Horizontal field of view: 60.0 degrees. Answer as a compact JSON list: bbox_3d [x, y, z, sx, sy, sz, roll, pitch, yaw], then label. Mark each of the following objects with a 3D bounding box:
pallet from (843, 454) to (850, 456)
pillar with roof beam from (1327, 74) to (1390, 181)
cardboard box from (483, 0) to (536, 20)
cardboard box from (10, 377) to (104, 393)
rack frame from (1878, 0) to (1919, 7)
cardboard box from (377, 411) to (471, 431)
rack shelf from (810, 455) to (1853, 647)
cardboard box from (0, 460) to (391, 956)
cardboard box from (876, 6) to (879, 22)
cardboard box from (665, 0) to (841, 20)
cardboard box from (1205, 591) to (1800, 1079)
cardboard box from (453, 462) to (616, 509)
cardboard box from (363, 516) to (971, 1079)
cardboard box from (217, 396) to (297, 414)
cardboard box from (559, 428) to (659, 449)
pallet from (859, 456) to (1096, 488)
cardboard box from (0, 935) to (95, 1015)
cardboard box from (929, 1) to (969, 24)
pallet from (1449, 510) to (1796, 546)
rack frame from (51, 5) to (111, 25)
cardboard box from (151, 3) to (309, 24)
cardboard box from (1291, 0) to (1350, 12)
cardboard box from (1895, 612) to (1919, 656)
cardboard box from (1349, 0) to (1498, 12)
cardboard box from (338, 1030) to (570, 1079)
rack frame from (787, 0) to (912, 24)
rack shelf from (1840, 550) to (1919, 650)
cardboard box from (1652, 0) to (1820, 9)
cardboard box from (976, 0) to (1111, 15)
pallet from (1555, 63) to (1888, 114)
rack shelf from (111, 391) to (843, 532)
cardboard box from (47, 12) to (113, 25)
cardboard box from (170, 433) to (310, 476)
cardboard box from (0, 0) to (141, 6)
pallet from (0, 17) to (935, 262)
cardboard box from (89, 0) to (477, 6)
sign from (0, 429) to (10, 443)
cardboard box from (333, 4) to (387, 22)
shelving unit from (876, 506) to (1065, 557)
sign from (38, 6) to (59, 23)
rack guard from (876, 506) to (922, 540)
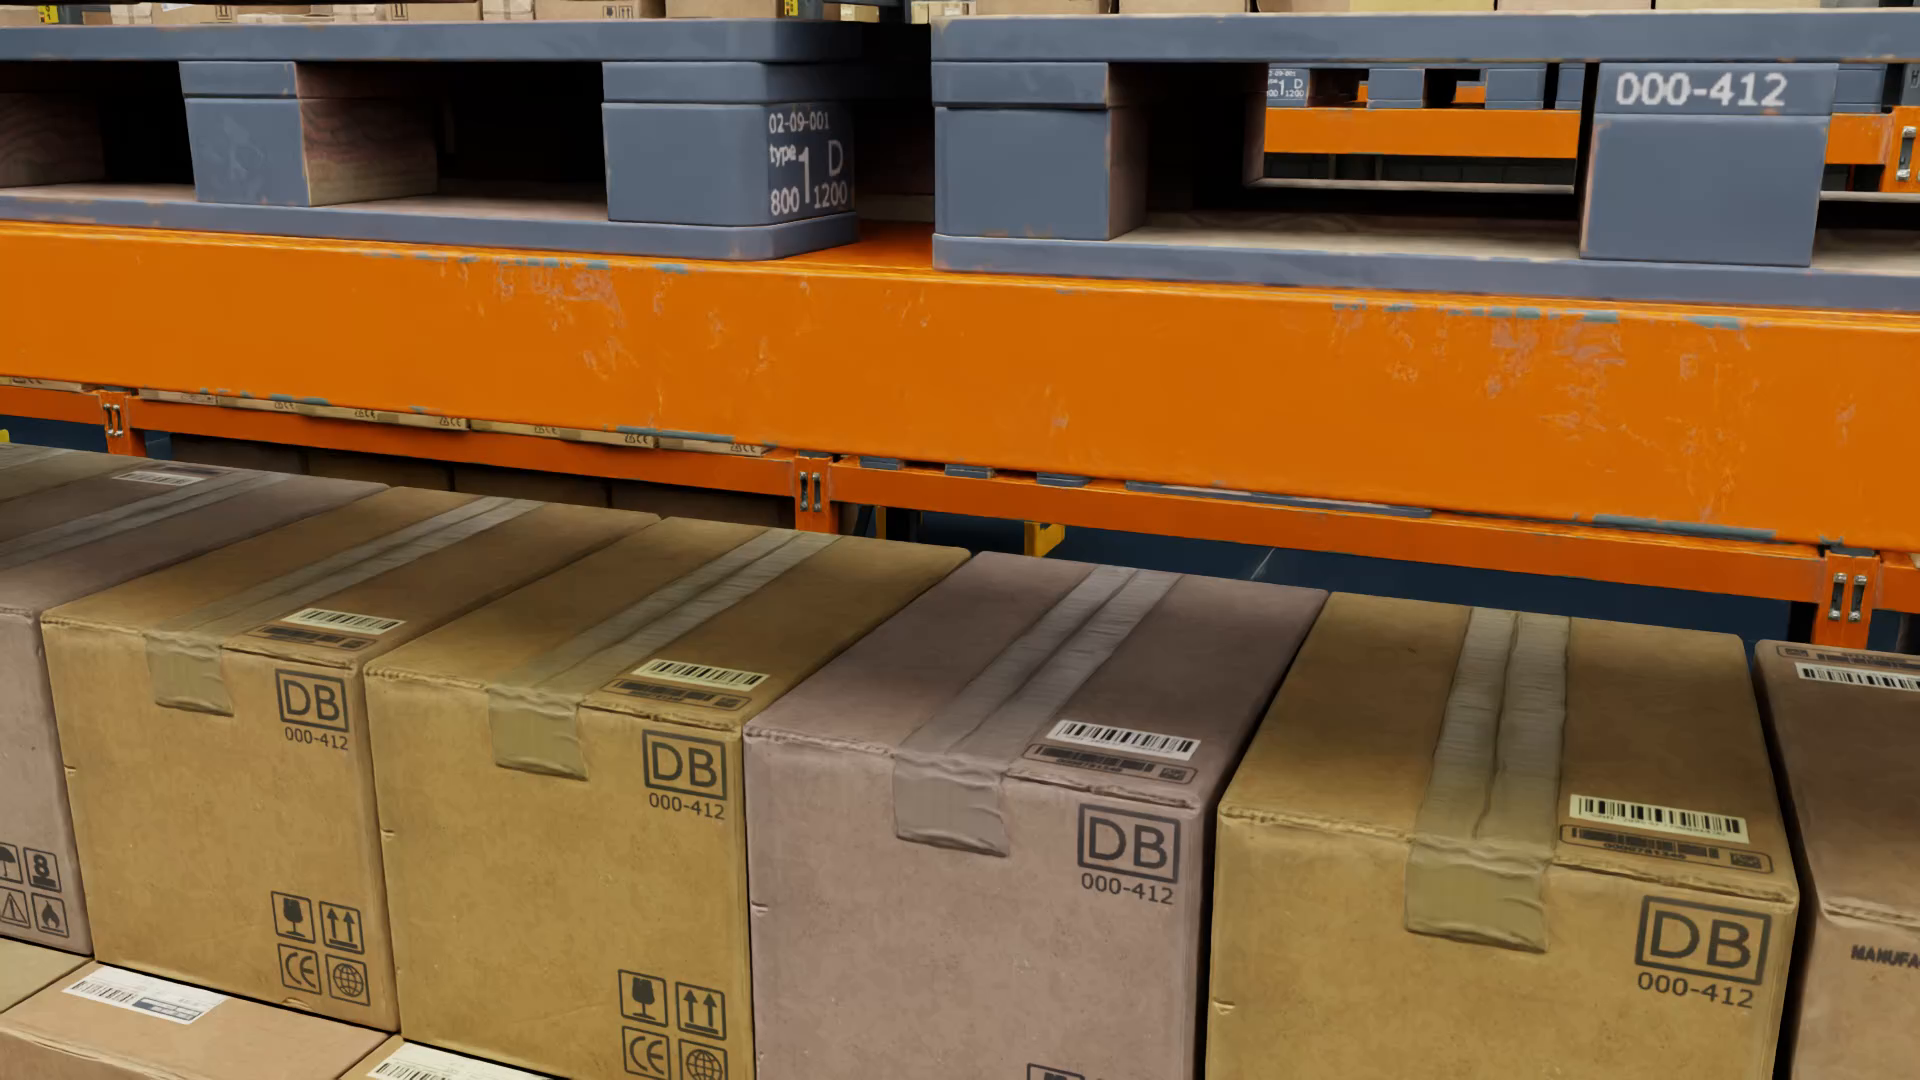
[{"bbox_3d":[-0.450,-0.813,13.095,1.213,0.211,1.003,6,17,21],"label":"pallet"},{"bbox_3d":[1.325,-3.805,7.641,0.400,9.000,9.100,6,17,21],"label":"pillar with roof beam"},{"bbox_3d":[-1.866,-2.281,7.257,0.258,0.266,0.396,6,17,19],"label":"cardboard box"},{"bbox_3d":[-4.703,-1.091,8.872,0.500,0.500,0.500,6,17,21],"label":"cardboard box"},{"bbox_3d":[3.265,-3.125,5.296,0.127,3.000,1.000,6,17,21],"label":"rack frame"},{"bbox_3d":[-2.450,-0.714,8.021,0.500,0.250,0.500,6,17,20],"label":"cardboard box"},{"bbox_3d":[1.404,-0.103,6.937,4.000,0.370,1.077,6,17,21],"label":"rack shelf"},{"bbox_3d":[-1.294,0.213,2.587,0.500,0.500,0.700,6,17,20],"label":"cardboard box"},{"bbox_3d":[-0.594,-3.911,12.369,0.250,0.149,0.380,7,17,22],"label":"cardboard box"},{"bbox_3d":[-0.862,-2.344,7.049,0.637,0.503,0.797,5,17,17],"label":"cardboard box"},{"bbox_3d":[0.599,0.421,1.870,0.500,0.500,0.700,6,17,20],"label":"cardboard box"},{"bbox_3d":[-1.897,-0.019,8.415,0.875,0.875,0.875,7,17,21],"label":"cardboard box"},{"bbox_3d":[-0.340,0.317,2.228,0.500,0.500,0.700,6,17,20],"label":"cardboard box"},{"bbox_3d":[-3.383,-0.824,8.400,0.500,0.250,0.500,6,17,19],"label":"cardboard box"},{"bbox_3d":[-1.503,-0.613,7.675,0.500,0.250,0.500,7,17,22],"label":"cardboard box"},{"bbox_3d":[0.246,-0.515,7.413,1.003,0.211,1.213,6,17,21],"label":"pallet"},{"bbox_3d":[-1.386,0.761,2.494,0.500,0.500,0.500,6,17,20],"label":"cardboard box"},{"bbox_3d":[-0.039,-3.709,11.711,0.250,0.149,0.380,6,17,19],"label":"cardboard box"},{"bbox_3d":[2.607,-0.267,6.558,1.213,0.211,1.003,6,17,21],"label":"pallet"},{"bbox_3d":[-4.177,-3.943,8.115,0.127,3.000,1.000,6,17,21],"label":"rack frame"},{"bbox_3d":[-3.464,-2.587,7.891,0.500,0.500,0.500,6,17,20],"label":"cardboard box"},{"bbox_3d":[2.452,-3.516,10.912,0.500,0.500,0.700,6,17,20],"label":"cardboard box"},{"bbox_3d":[3.913,0.506,6.384,0.500,0.500,0.500,6,17,20],"label":"cardboard box"},{"bbox_3d":[1.725,-1.941,6.116,0.500,0.250,0.500,7,17,21],"label":"cardboard box"},{"bbox_3d":[-0.454,0.864,2.138,0.500,0.500,0.500,6,17,20],"label":"cardboard box"},{"bbox_3d":[-0.456,-3.534,6.705,0.127,3.000,1.000,6,17,21],"label":"rack frame"},{"bbox_3d":[5.125,0.307,5.528,4.000,0.370,1.077,6,17,21],"label":"rack shelf"},{"bbox_3d":[2.668,-1.836,5.753,0.500,0.250,0.500,6,17,20],"label":"cardboard box"},{"bbox_3d":[0.422,-2.042,6.767,0.500,0.500,0.700,6,17,21],"label":"cardboard box"},{"bbox_3d":[2.729,-1.685,6.053,1.003,0.211,1.213,6,17,21],"label":"pallet"},{"bbox_3d":[-2.317,-0.512,8.347,4.000,0.370,1.077,6,17,21],"label":"rack shelf"},{"bbox_3d":[-4.648,-2.915,8.842,0.500,0.500,0.500,7,17,22],"label":"cardboard box"},{"bbox_3d":[-3.571,-0.201,9.042,0.875,0.875,0.875,7,18,22],"label":"cardboard box"},{"bbox_3d":[-1.541,-0.932,2.611,0.250,0.166,0.380,6,17,21],"label":"cardboard box"},{"bbox_3d":[-0.519,-0.543,2.121,1.213,0.211,1.003,7,18,23],"label":"pallet"},{"bbox_3d":[-1.096,-0.977,2.506,0.500,0.311,0.500,6,17,21],"label":"cardboard box"},{"bbox_3d":[-1.978,-0.059,3.420,0.005,0.325,0.100,6,17,21],"label":"sign"},{"bbox_3d":[-2.606,-2.362,7.537,0.258,0.266,0.396,8,18,25],"label":"cardboard box"},{"bbox_3d":[0.071,-0.712,10.438,1.083,1.500,0.587,6,17,21],"label":"shelving unit"},{"bbox_3d":[-4.380,-2.645,7.954,0.005,0.325,0.100,6,17,21],"label":"sign"},{"bbox_3d":[-0.392,-0.163,10.787,0.087,0.250,0.587,6,17,21],"label":"rack guard"}]
